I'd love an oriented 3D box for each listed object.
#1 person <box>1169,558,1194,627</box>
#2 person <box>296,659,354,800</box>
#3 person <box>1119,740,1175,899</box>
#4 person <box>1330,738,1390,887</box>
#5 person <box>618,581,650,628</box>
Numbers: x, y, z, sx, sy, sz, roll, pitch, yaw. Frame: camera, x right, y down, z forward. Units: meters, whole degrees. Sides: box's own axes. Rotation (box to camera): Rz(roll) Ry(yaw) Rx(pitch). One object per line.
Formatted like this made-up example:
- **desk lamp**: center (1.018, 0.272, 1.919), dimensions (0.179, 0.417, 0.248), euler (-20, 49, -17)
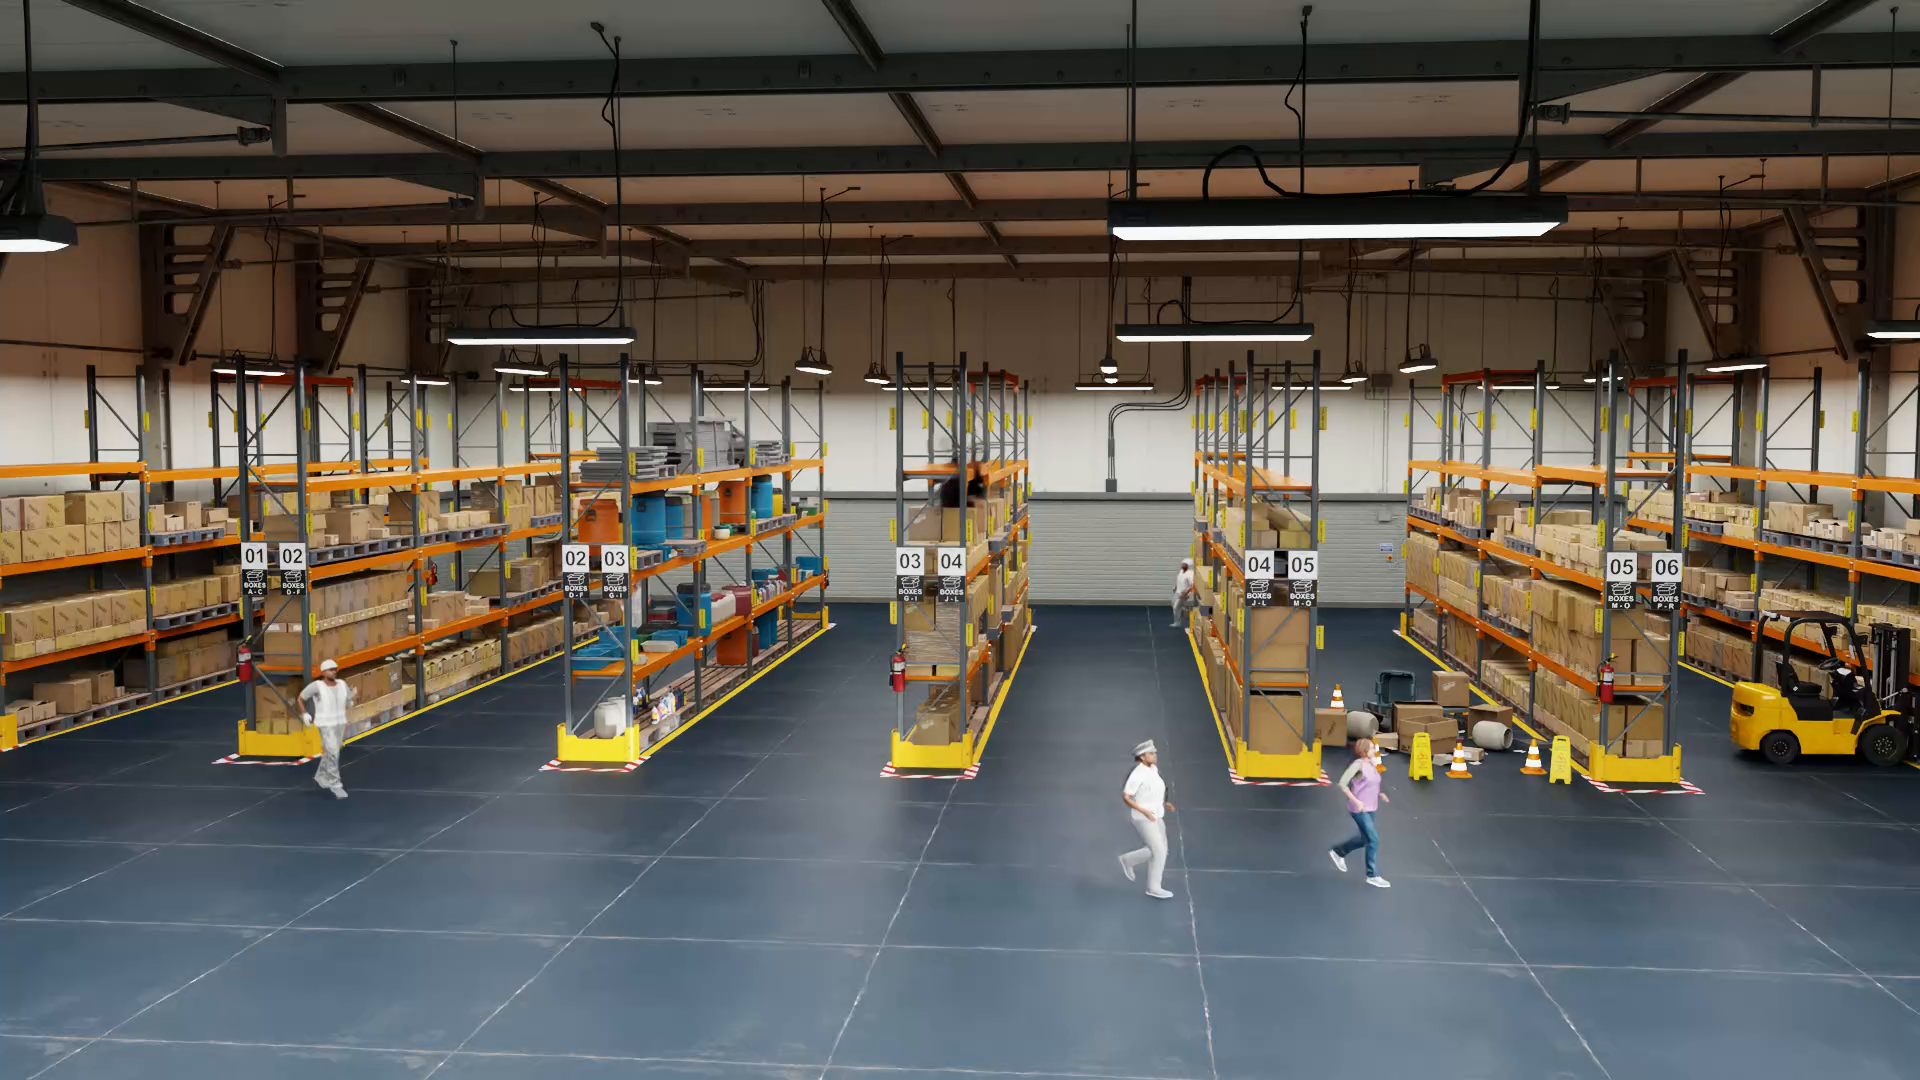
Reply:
- **person**: center (5.452, 1.286, 40.419), dimensions (0.561, 1.693, 0.736), euler (-2, 4, -22)
- **person**: center (-8.446, 2.513, 22.293), dimensions (0.842, 1.831, 0.674), euler (2, 5, 31)
- **person**: center (1.945, 2.924, 17.579), dimensions (0.678, 1.654, 0.579), euler (3, 5, 33)
- **person**: center (4.329, 2.927, 18.024), dimensions (0.750, 1.586, 0.558), euler (3, 5, 40)
- **person**: center (-6.977, 1.597, 35.511), dimensions (0.659, 1.747, 0.603), euler (0, 4, -3)
